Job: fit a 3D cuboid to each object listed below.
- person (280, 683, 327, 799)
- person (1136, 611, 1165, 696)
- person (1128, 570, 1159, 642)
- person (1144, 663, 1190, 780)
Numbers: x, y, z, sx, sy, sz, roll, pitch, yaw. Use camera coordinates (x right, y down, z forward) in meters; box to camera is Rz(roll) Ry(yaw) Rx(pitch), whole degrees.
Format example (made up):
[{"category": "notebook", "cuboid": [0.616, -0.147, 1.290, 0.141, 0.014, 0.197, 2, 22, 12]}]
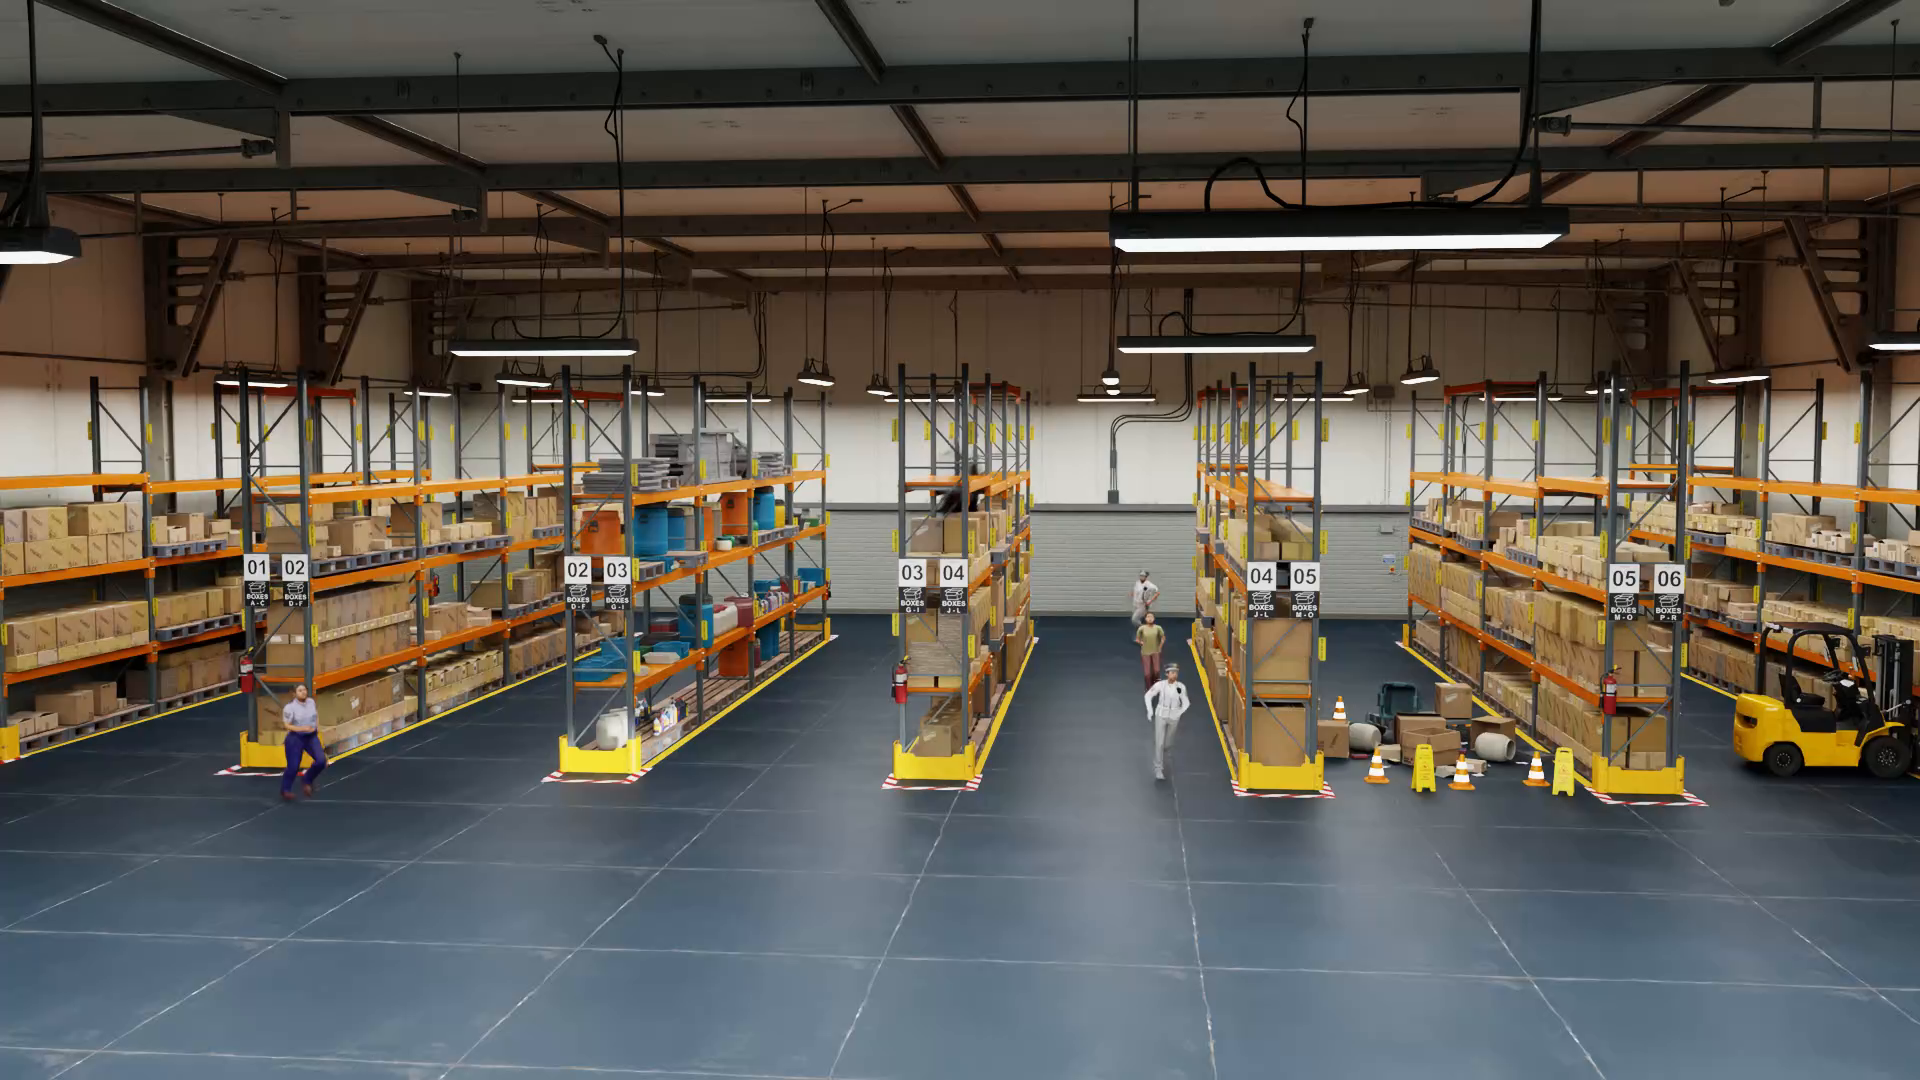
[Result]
[{"category": "person", "cuboid": [-8.929, 2.734, 22.627, 0.800, 1.589, 0.621, 3, 5, 40]}, {"category": "person", "cuboid": [3.601, 2.162, 31.384, 0.570, 1.627, 0.526, 0, 4, 4]}, {"category": "person", "cuboid": [4.346, 1.599, 39.827, 0.682, 1.778, 0.666, -2, 4, -33]}, {"category": "person", "cuboid": [3.041, 2.631, 24.394, 0.657, 1.686, 0.747, 0, 4, -4]}]
